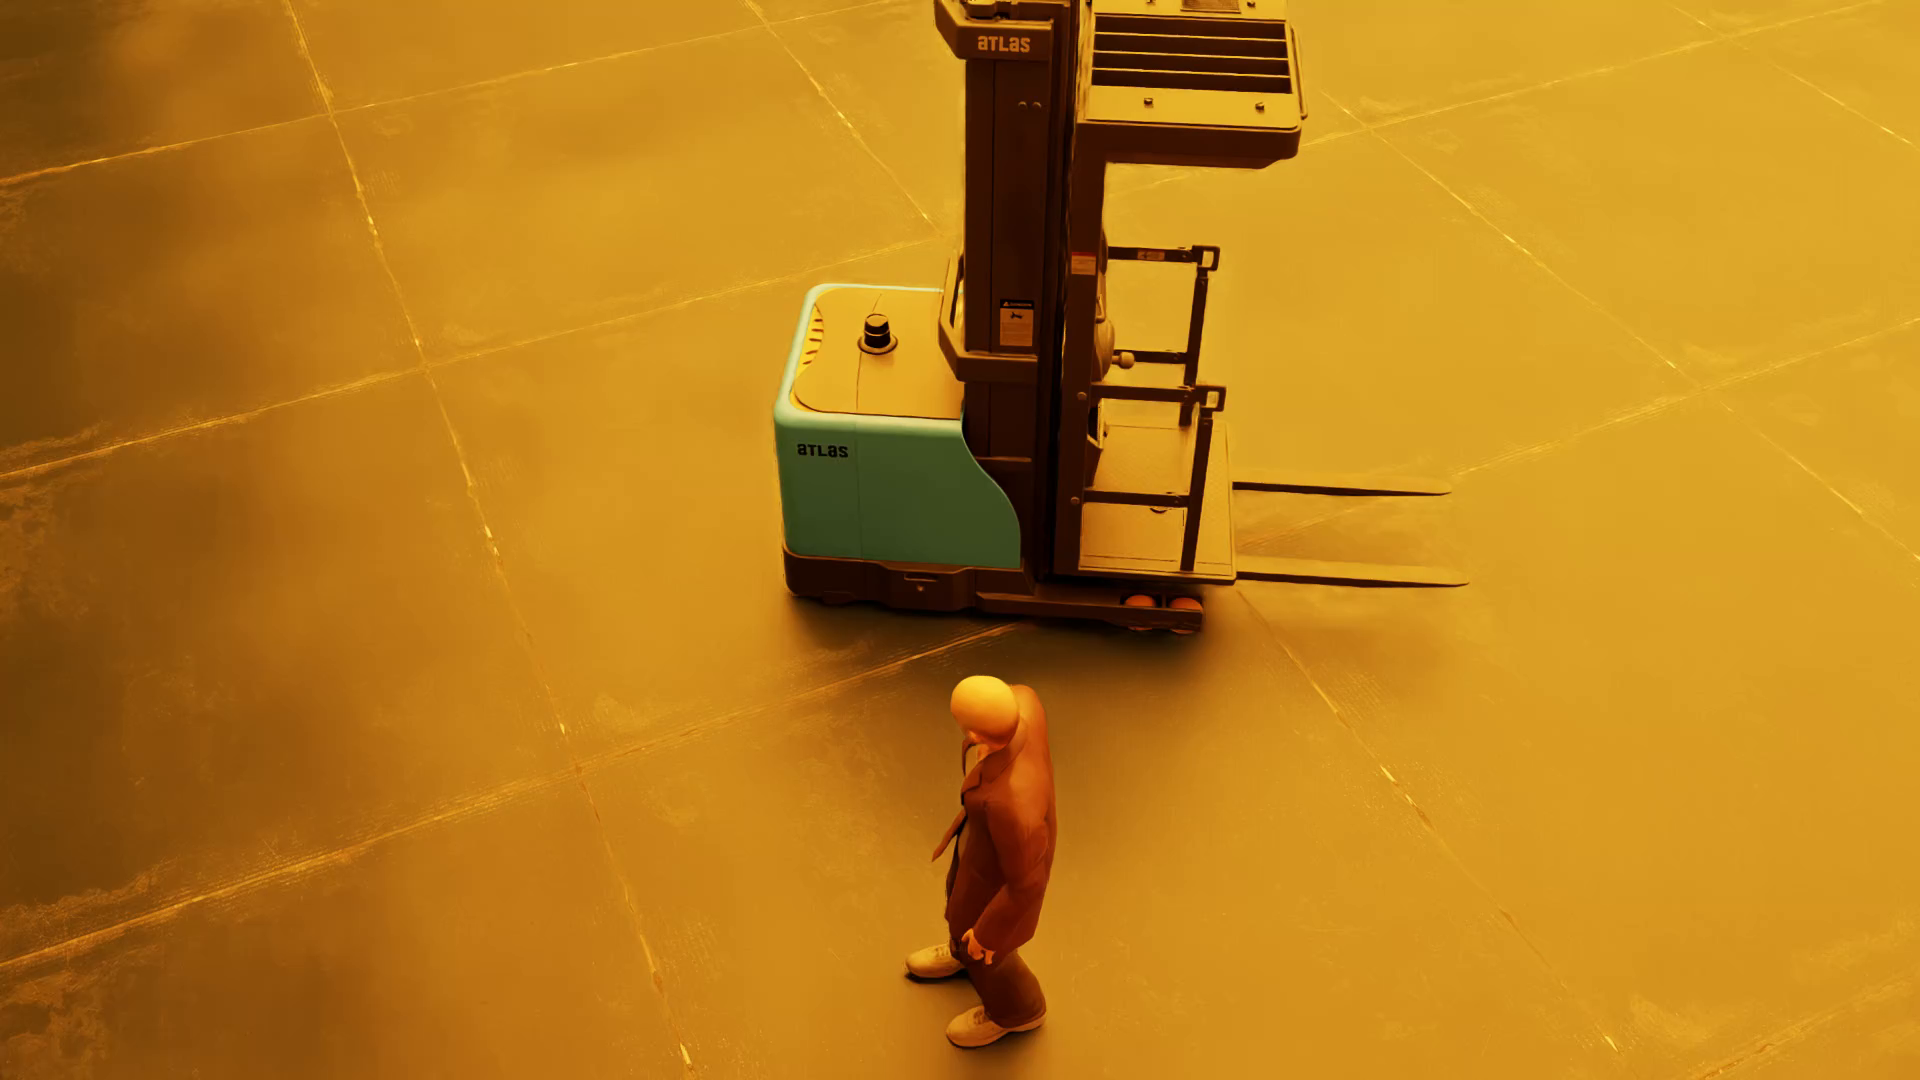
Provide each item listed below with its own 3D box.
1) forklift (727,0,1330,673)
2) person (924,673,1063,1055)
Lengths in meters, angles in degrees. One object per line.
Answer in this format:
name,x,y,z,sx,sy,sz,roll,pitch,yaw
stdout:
forklift,0.479,-1.333,7.109,3.031,2.935,1.130,-28,50,-26
person,0.105,1.050,5.429,0.429,1.738,0.643,-4,43,-4
